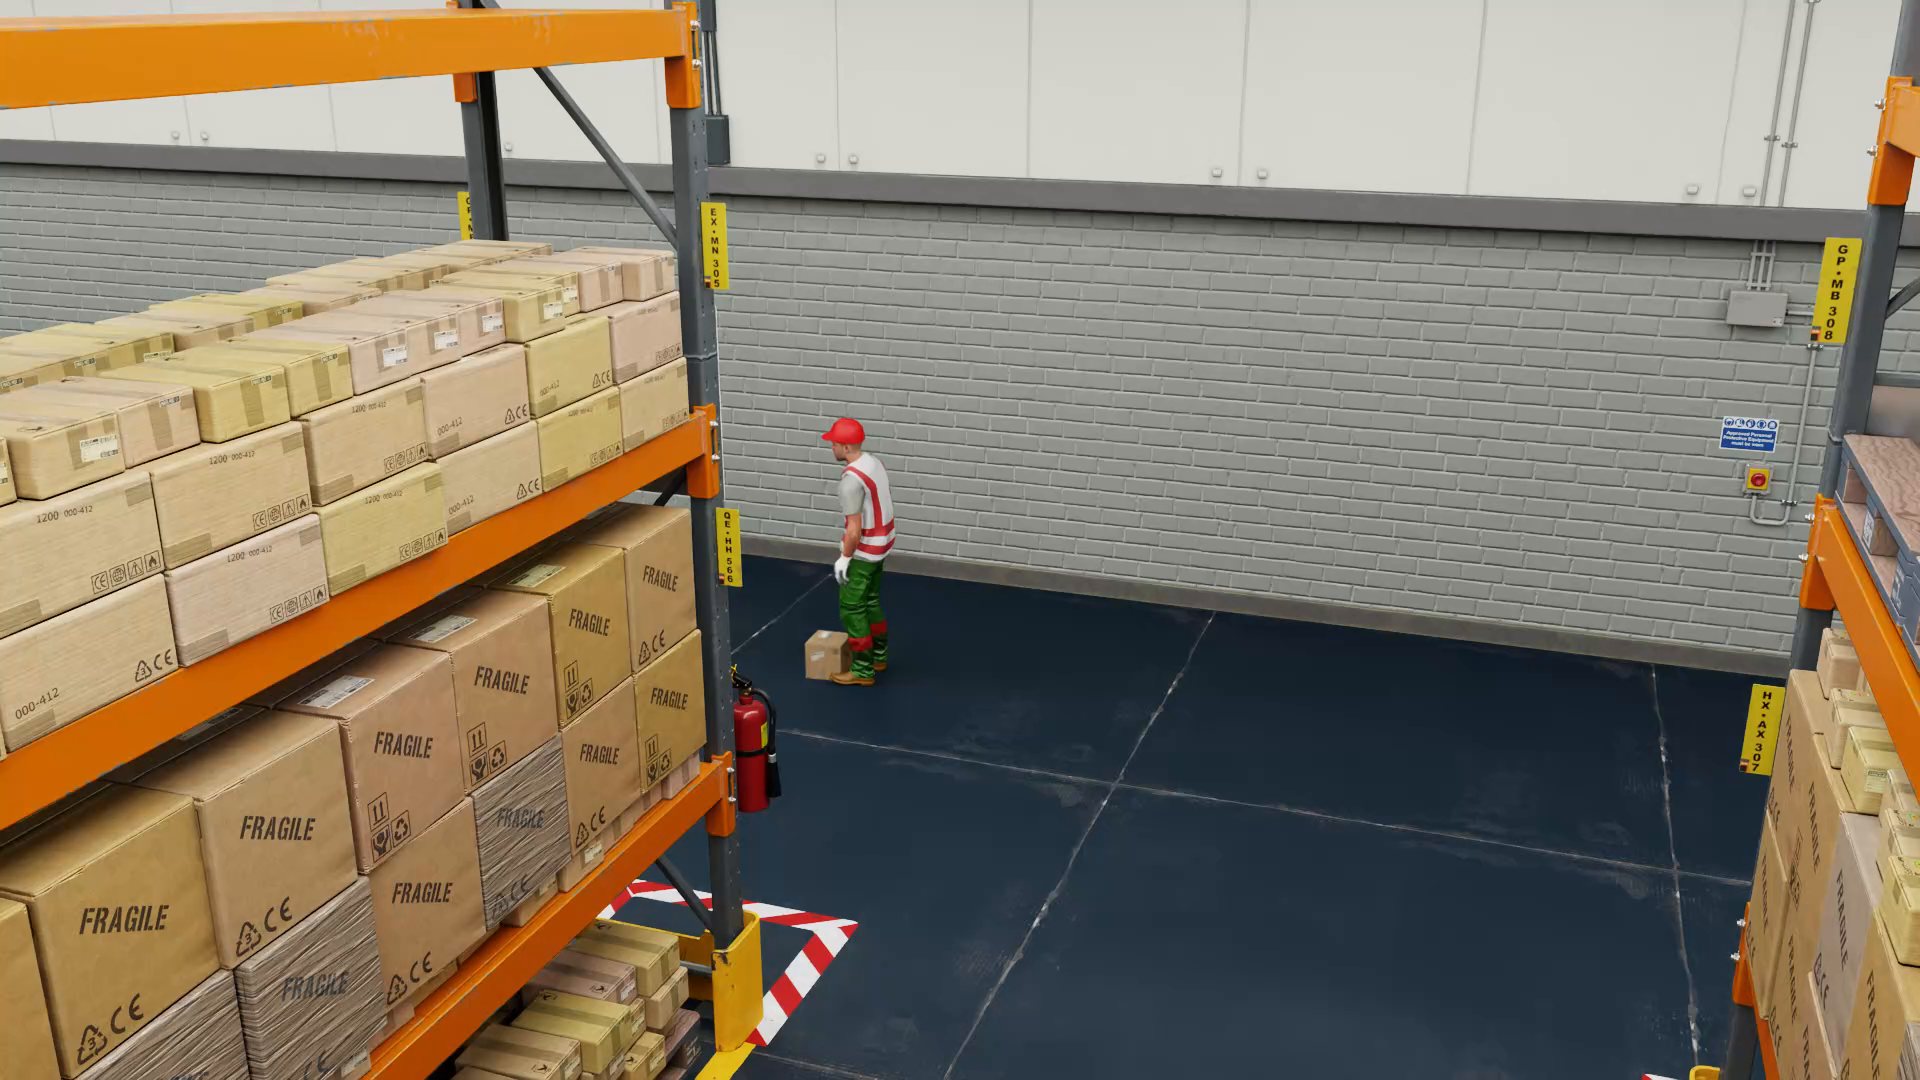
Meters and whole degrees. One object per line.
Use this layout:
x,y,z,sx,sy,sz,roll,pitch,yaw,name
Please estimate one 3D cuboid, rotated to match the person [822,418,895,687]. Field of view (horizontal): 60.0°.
-0.657,0.071,10.824,0.447,1.778,0.592,6,19,16,person
